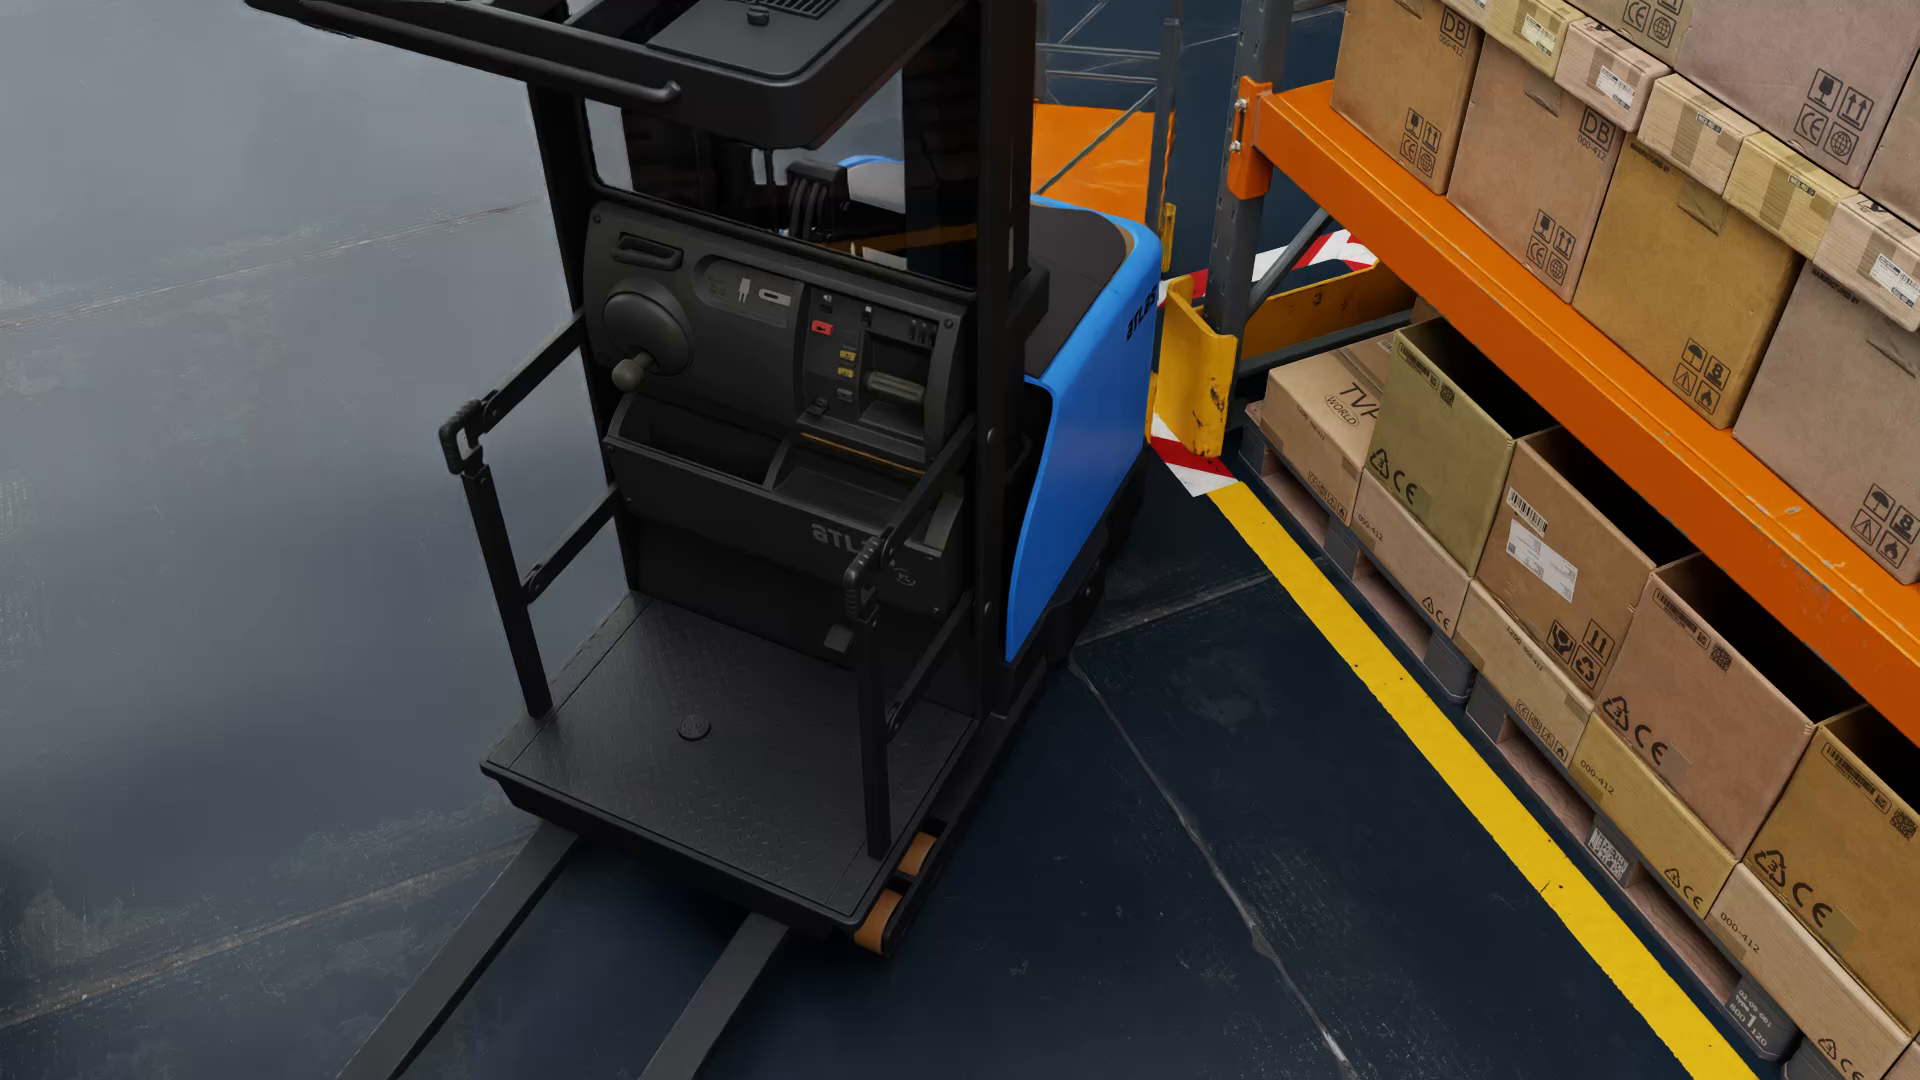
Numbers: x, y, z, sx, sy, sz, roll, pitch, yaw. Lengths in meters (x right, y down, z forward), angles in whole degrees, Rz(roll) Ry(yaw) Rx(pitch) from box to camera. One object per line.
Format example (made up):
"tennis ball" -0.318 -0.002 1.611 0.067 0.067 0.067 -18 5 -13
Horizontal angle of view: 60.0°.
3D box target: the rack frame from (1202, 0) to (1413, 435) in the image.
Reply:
"rack frame" 1.259 -1.592 4.728 1.000 3.000 0.127 -18 47 -17

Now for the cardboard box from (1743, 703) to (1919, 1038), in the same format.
"cardboard box" 2.134 0.649 3.581 0.500 0.500 0.500 -18 47 -17

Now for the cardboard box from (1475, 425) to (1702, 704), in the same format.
"cardboard box" 1.716 0.011 4.228 0.500 0.500 0.500 -18 47 -17

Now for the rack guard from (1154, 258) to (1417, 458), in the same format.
"rack guard" 1.249 -0.717 5.621 1.175 0.500 0.348 -18 47 -17

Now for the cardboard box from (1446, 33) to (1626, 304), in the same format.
"cardboard box" 1.669 -0.993 4.049 0.700 0.500 0.500 -17 47 -16

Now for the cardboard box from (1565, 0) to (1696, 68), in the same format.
"cardboard box" 1.692 -1.421 3.559 0.700 0.500 0.500 -19 48 -18

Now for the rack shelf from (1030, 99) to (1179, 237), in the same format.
"rack shelf" 0.430 -1.134 5.588 0.538 0.185 1.000 6 45 6

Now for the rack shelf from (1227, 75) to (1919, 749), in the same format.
"rack shelf" 2.100 -0.061 3.689 1.077 0.370 4.000 -18 47 -17

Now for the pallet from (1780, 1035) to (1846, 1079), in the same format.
"pallet" 2.644 1.431 3.650 1.003 0.211 1.213 -18 47 -17

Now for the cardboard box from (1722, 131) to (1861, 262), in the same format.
"cardboard box" 1.772 -0.725 3.316 0.380 0.149 0.250 -19 48 -18

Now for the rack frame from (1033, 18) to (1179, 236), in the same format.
"rack frame" 0.352 -0.910 5.104 0.500 1.500 0.032 6 45 6

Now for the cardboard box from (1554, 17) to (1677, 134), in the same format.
"cardboard box" 1.550 -1.056 3.652 0.380 0.149 0.250 -19 48 -18

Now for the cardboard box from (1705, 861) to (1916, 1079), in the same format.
"cardboard box" 2.123 0.920 3.841 0.500 0.250 0.500 -18 47 -17

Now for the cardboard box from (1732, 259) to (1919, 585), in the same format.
"cardboard box" 2.097 -0.340 3.388 0.700 0.500 0.500 -17 47 -16

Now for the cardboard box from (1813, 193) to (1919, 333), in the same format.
"cardboard box" 1.874 -0.565 3.154 0.380 0.149 0.250 -18 47 -17

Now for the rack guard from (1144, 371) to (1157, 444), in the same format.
"rack guard" 0.352 -0.466 5.544 0.587 0.250 0.087 6 45 6

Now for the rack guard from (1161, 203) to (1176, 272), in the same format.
"rack guard" 0.505 -1.157 6.245 0.587 0.250 0.087 6 45 6

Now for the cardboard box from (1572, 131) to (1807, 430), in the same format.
"cardboard box" 1.872 -0.675 3.727 0.700 0.500 0.500 -18 47 -17

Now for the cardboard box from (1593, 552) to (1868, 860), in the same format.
"cardboard box" 1.911 0.335 3.900 0.500 0.500 0.500 -18 47 -17

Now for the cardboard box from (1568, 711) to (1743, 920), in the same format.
"cardboard box" 1.912 0.601 4.164 0.500 0.250 0.500 -18 47 -17

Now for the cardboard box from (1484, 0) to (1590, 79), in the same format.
"cardboard box" 1.446 -1.218 3.816 0.380 0.149 0.250 -18 47 -17

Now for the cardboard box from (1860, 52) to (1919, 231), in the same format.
"cardboard box" 2.115 -0.781 2.911 0.700 0.500 0.500 -18 47 -17

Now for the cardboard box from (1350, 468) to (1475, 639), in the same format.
"cardboard box" 1.496 -0.038 4.811 0.500 0.250 0.500 -18 47 -17

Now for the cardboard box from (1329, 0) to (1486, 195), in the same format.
"cardboard box" 1.444 -1.326 4.387 0.700 0.500 0.500 -18 47 -17

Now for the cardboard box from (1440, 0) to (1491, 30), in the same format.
"cardboard box" 1.342 -1.377 3.977 0.380 0.149 0.250 -19 48 -18

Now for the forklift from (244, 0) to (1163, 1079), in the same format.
"forklift" -0.521 -0.362 3.531 1.130 2.935 3.031 19 48 18

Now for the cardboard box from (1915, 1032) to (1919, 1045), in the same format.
"cardboard box" 2.348 0.966 3.260 0.500 0.500 0.500 -18 47 -17

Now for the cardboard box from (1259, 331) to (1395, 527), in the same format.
"cardboard box" 1.283 -0.355 5.133 0.500 0.250 0.500 -18 47 -17

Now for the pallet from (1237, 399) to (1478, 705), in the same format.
"pallet" 1.619 -0.124 5.226 1.003 0.211 1.213 -18 47 -17

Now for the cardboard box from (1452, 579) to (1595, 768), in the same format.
"cardboard box" 1.706 0.281 4.488 0.500 0.250 0.500 -18 47 -17

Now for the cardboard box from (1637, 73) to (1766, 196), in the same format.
"cardboard box" 1.664 -0.887 3.481 0.380 0.149 0.250 -20 48 -19

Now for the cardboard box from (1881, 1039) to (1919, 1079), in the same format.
"cardboard box" 2.346 1.234 3.522 0.500 0.250 0.500 -18 47 -17

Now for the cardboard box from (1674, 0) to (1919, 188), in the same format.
"cardboard box" 1.905 -1.100 3.234 0.700 0.500 0.500 -18 47 -17

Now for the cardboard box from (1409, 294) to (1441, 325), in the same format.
"cardboard box" 1.754 -0.776 5.025 0.500 0.500 0.500 -18 47 -17

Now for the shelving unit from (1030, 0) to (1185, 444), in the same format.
"shelving unit" 0.428 -1.256 5.455 0.587 1.500 1.083 6 45 6

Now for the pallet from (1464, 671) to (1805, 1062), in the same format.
"pallet" 2.128 0.652 4.439 1.003 0.211 1.213 -18 47 -17

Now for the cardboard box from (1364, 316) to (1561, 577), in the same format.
"cardboard box" 1.495 -0.304 4.547 0.500 0.500 0.500 -18 47 -17

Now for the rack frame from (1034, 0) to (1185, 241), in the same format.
"rack frame" 0.508 -1.615 5.819 0.500 1.500 0.032 6 45 6
